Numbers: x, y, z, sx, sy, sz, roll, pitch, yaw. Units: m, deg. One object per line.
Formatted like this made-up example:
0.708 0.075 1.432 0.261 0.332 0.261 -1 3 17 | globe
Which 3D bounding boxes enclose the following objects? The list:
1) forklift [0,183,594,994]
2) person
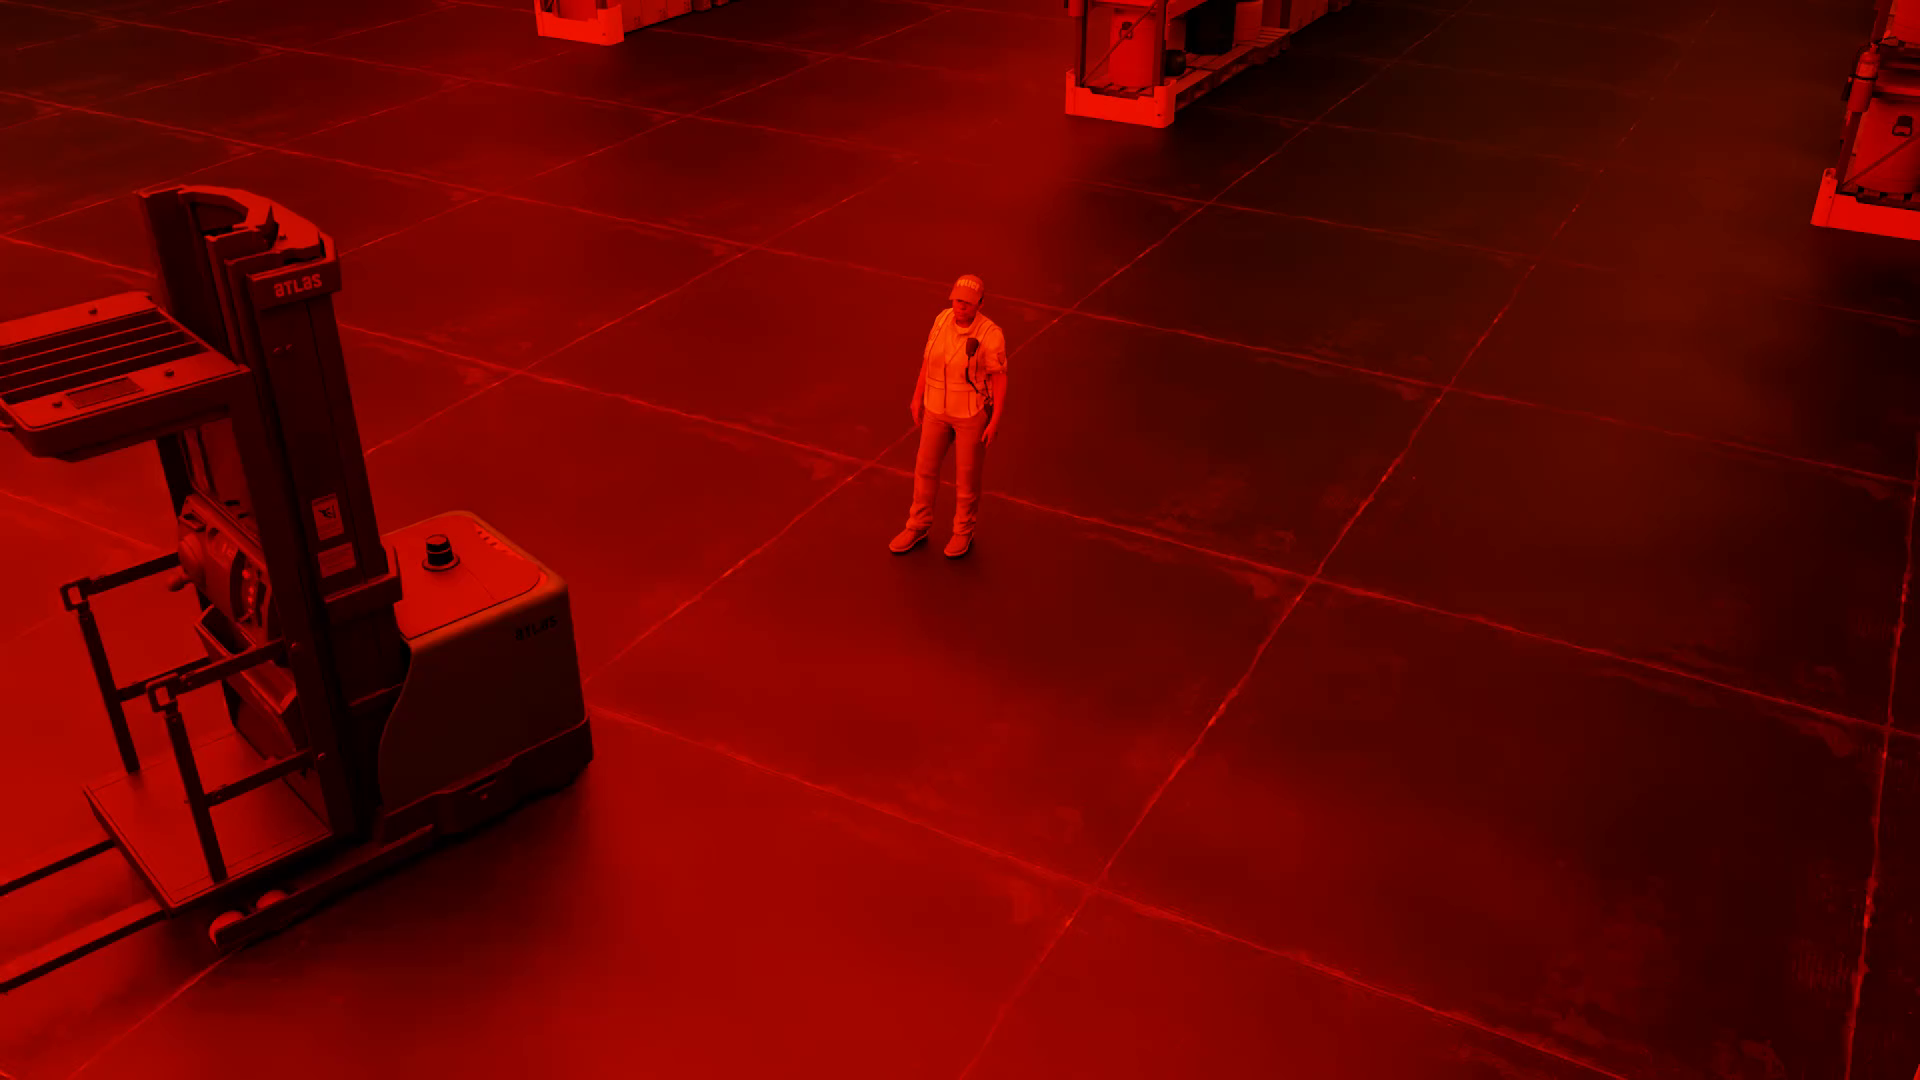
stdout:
-3.196 0.168 6.779 3.031 2.935 1.130 -25 38 -36 | forklift
-0.057 -0.701 9.534 0.598 1.670 0.529 15 33 25 | person
